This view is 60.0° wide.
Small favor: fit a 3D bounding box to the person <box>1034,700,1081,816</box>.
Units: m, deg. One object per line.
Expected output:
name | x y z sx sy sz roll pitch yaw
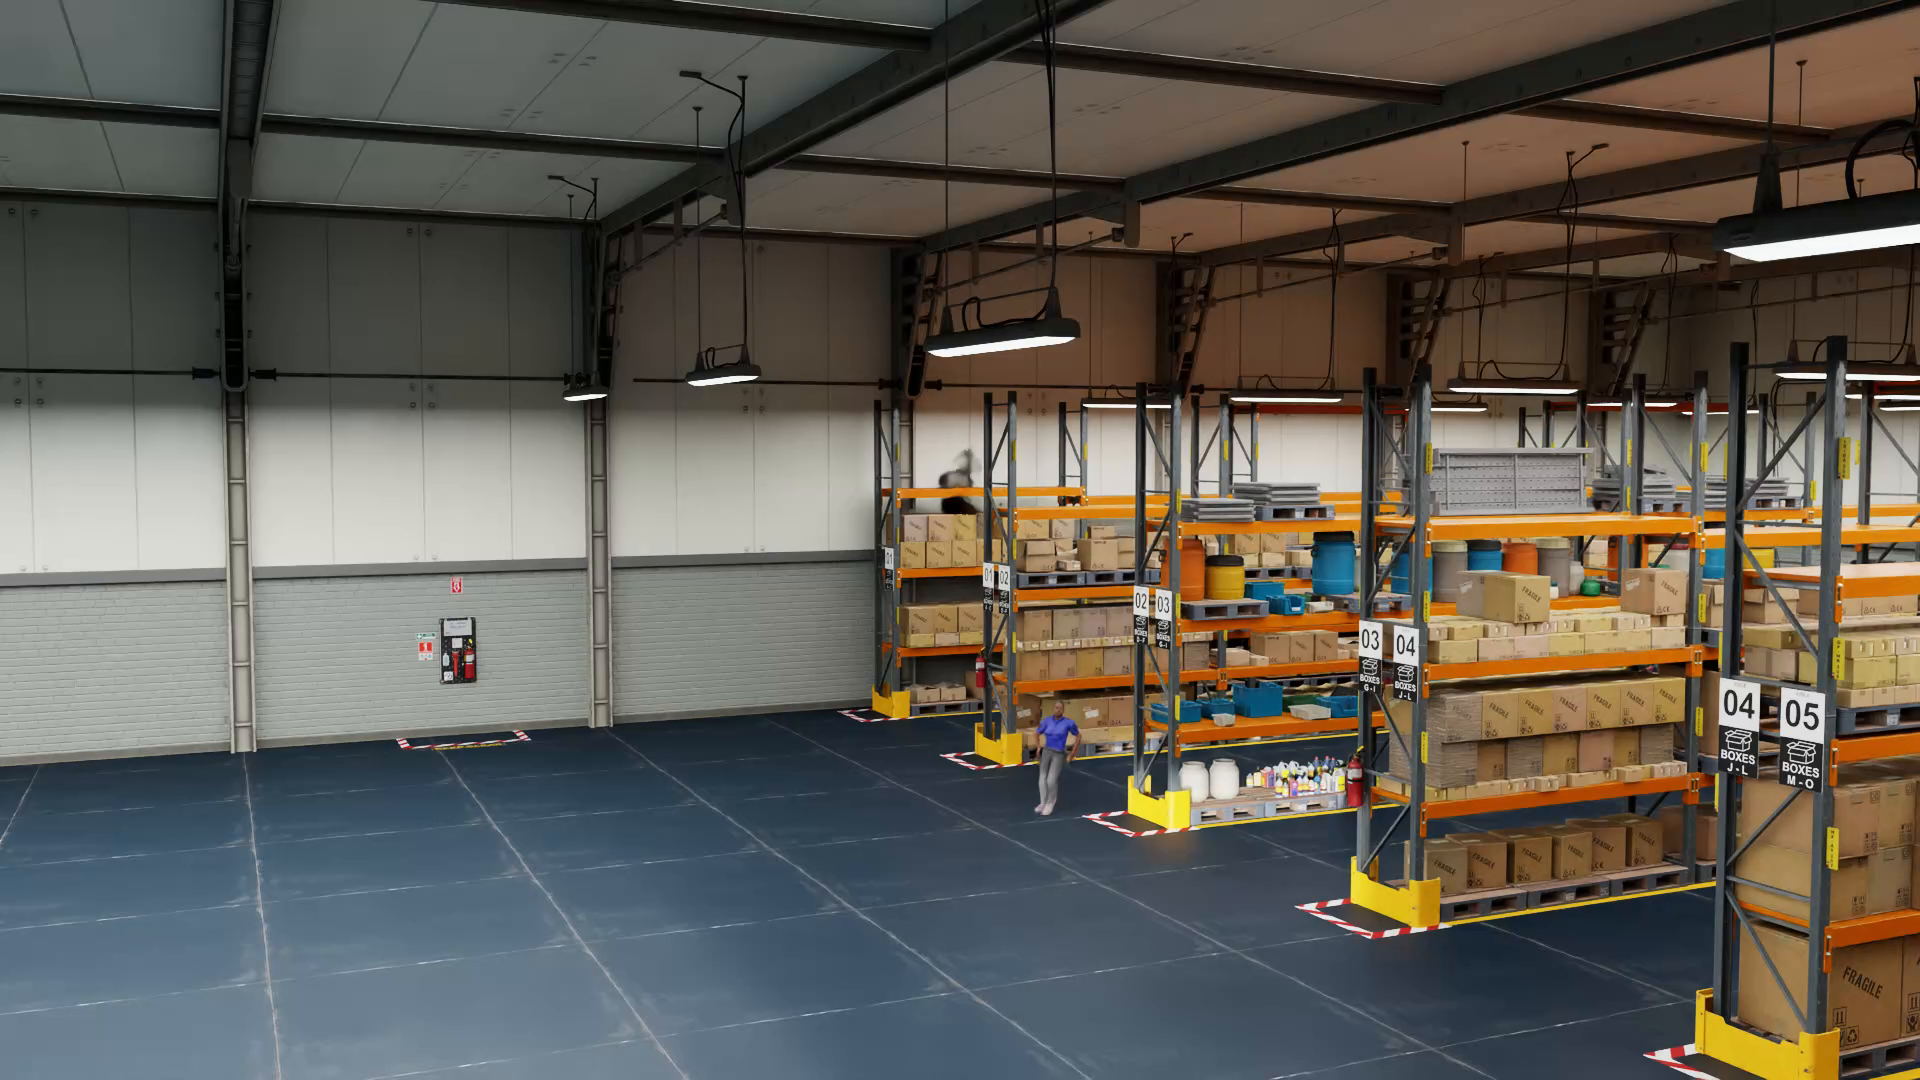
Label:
person | 1.318 3.019 23.061 0.642 1.617 0.609 1 4 22
